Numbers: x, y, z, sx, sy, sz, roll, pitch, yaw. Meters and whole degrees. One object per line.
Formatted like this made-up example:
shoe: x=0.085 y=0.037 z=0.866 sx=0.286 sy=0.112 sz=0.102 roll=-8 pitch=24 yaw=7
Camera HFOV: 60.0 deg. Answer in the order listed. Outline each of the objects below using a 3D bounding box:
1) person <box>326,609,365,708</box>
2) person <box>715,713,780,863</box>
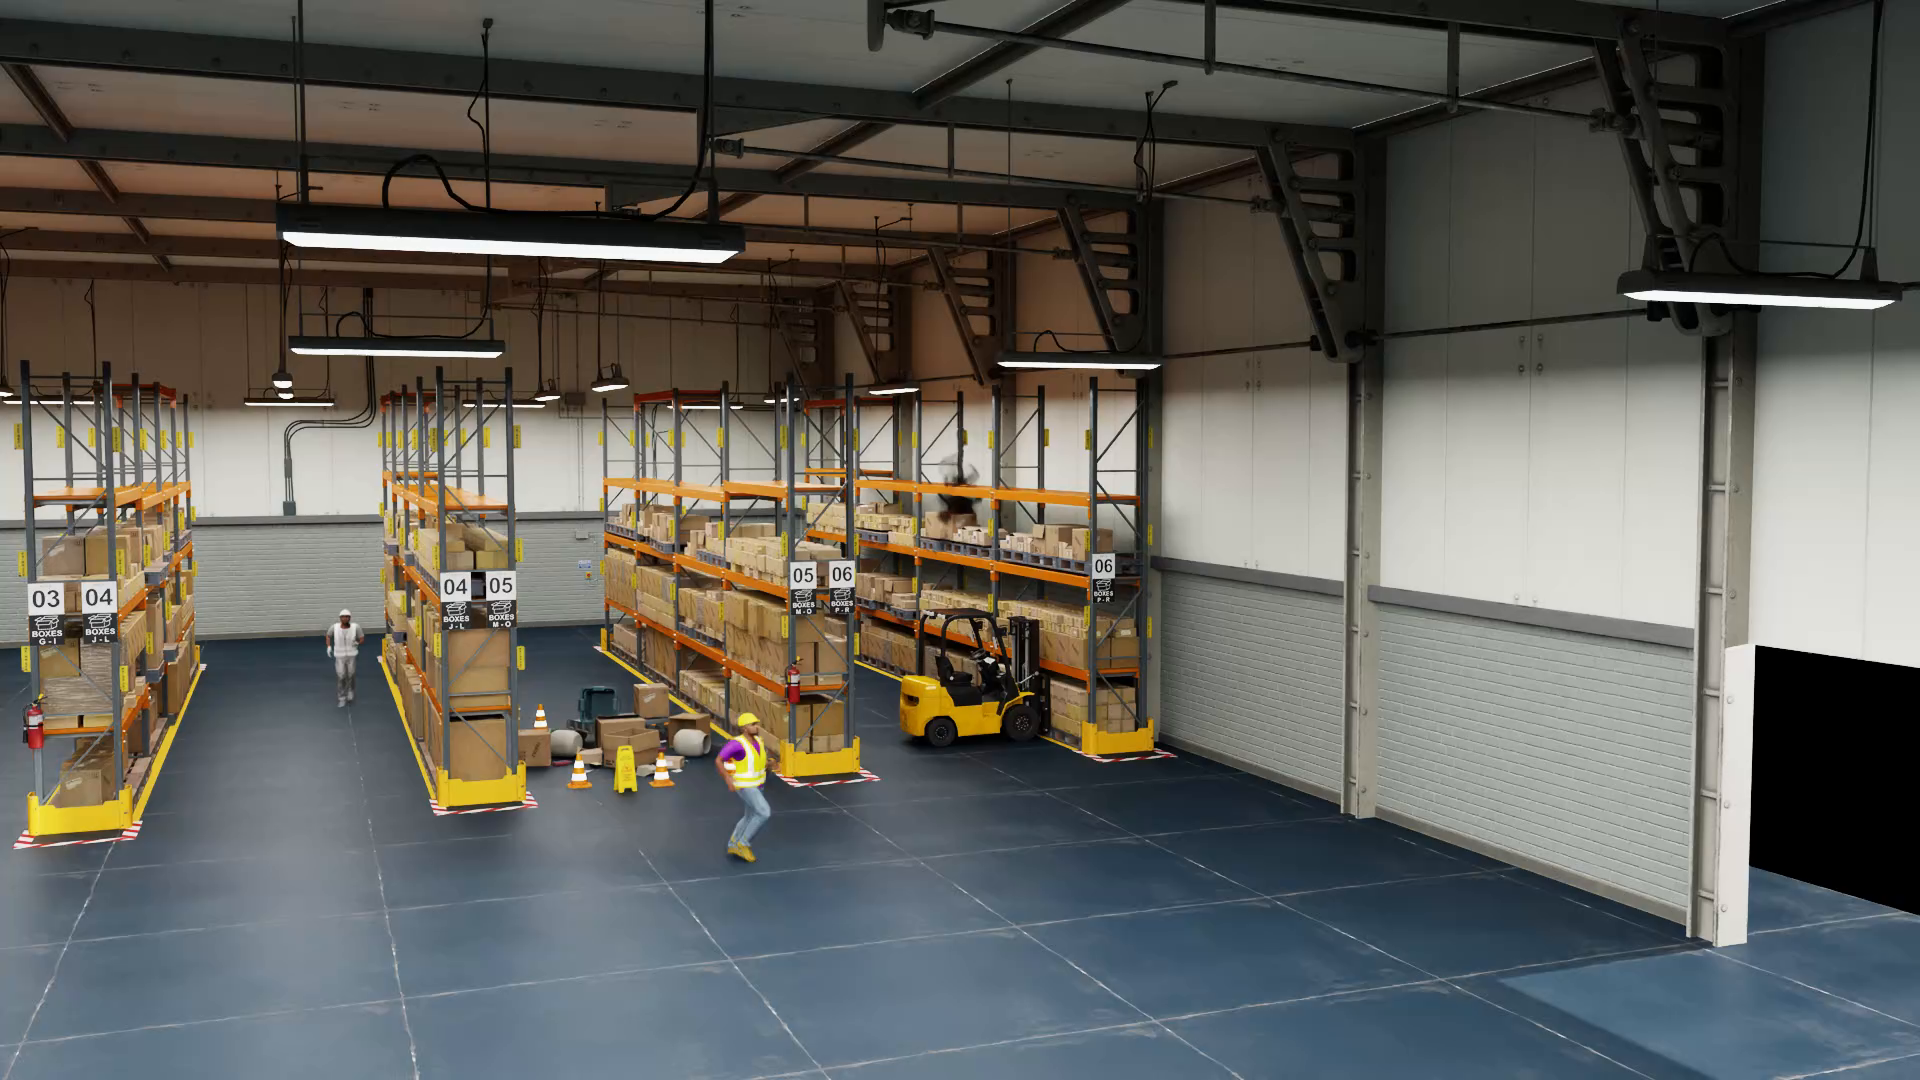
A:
person: x=-11.606 y=2.213 z=31.454 sx=0.684 sy=1.814 sz=0.854 roll=-1 pitch=4 yaw=-23
person: x=-2.475 y=2.933 z=19.747 sx=0.697 sy=1.765 sz=0.676 roll=1 pitch=4 yaw=20
